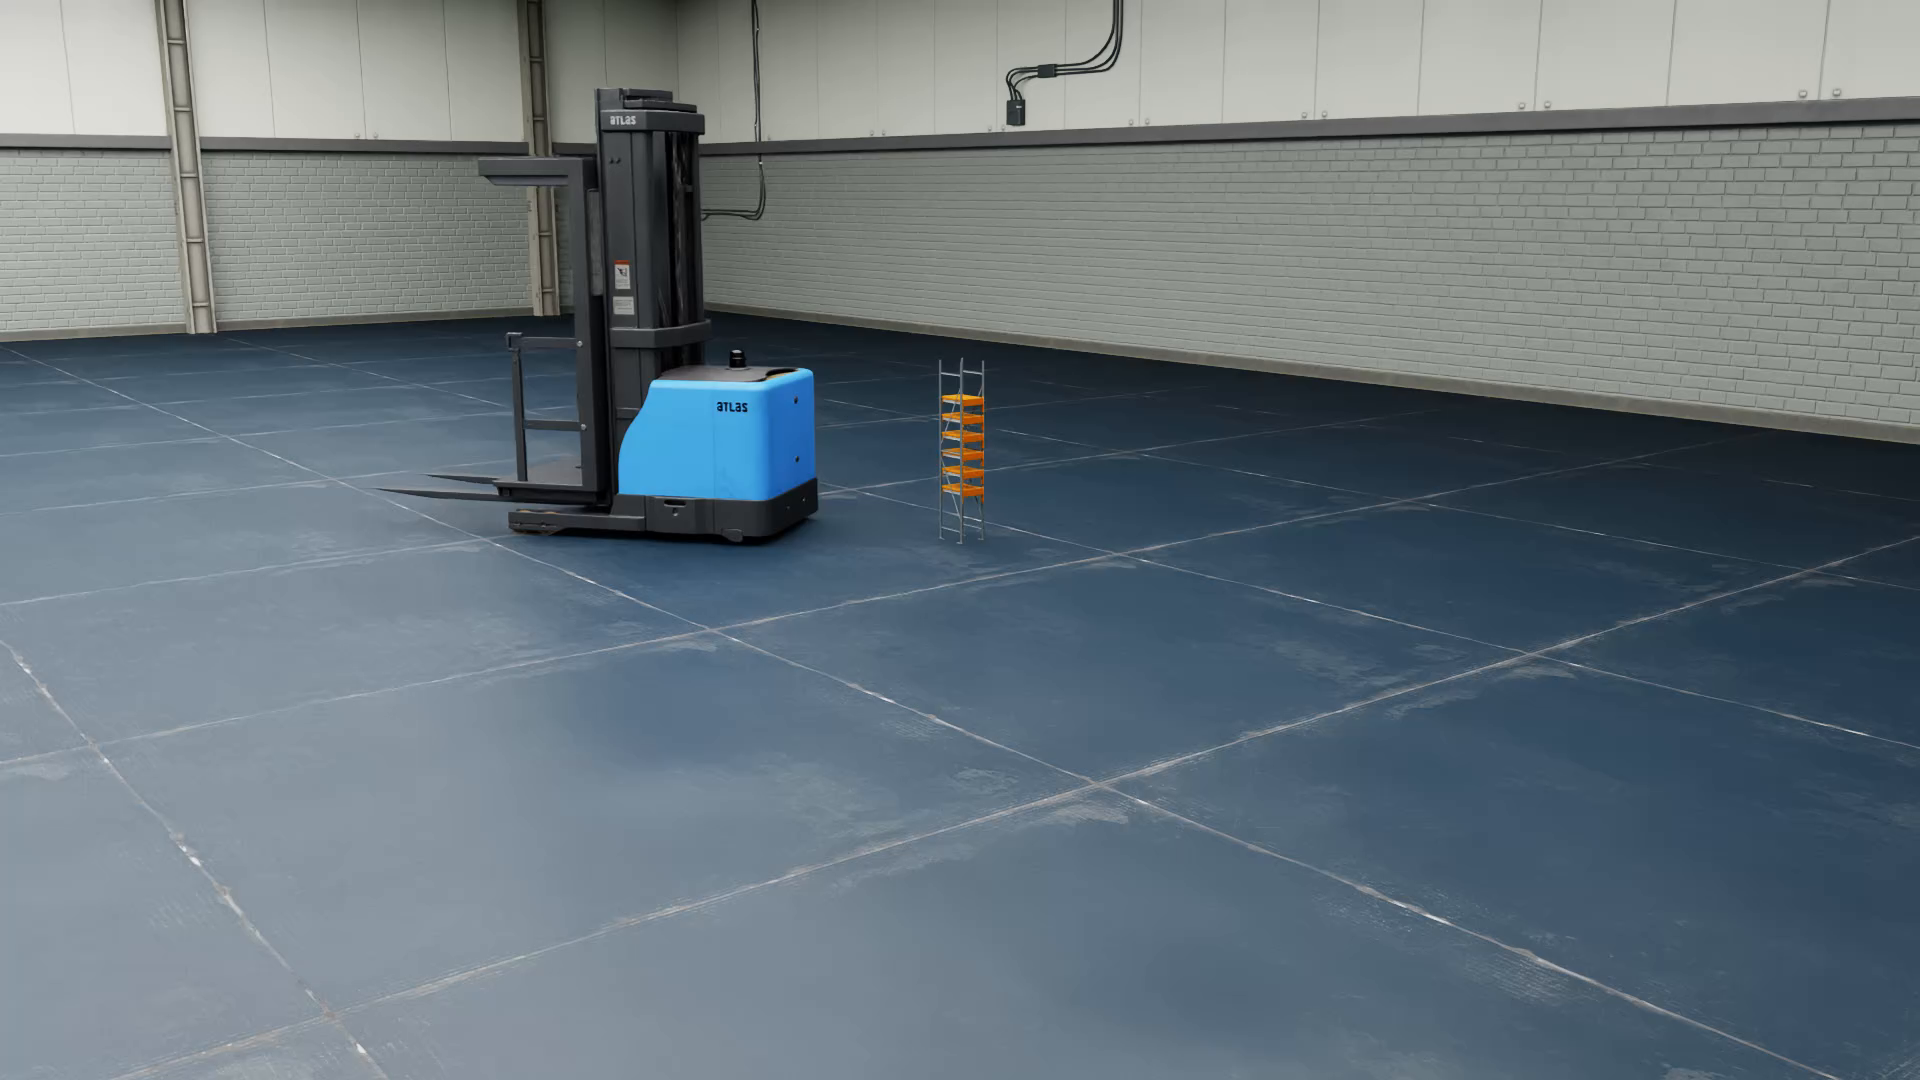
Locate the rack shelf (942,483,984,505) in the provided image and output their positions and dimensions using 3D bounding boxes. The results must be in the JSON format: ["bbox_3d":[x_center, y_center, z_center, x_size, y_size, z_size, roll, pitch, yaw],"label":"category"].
[{"bbox_3d":[0.011,-0.311,11.072,0.180,0.103,0.258,-9,15,-38],"label":"rack shelf"}]

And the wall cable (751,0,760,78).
[{"bbox_3d":[-2.802,-9.228,28.241,0.112,2.526,3.097,-9,15,-38],"label":"wall cable"}]

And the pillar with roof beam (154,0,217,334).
[{"bbox_3d":[-9.615,-7.071,22.764,0.400,9.000,9.100,-9,15,-38],"label":"pillar with roof beam"}]

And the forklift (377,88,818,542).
[{"bbox_3d":[-2.579,-1.565,11.443,3.031,2.935,1.130,3,12,15],"label":"forklift"}]

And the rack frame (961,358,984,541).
[{"bbox_3d":[0.083,-0.601,11.069,0.006,1.200,0.240,-9,15,-38],"label":"rack frame"}]

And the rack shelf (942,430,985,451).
[{"bbox_3d":[0.011,-0.663,10.997,0.180,0.103,0.258,-9,15,-38],"label":"rack shelf"}]

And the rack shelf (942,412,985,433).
[{"bbox_3d":[0.011,-0.780,10.972,0.180,0.103,0.258,-9,15,-38],"label":"rack shelf"}]

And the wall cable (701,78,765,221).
[{"bbox_3d":[-4.492,-7.197,30.832,0.112,2.526,3.097,-9,15,-38],"label":"wall cable"}]

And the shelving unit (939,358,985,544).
[{"bbox_3d":[0.011,-0.589,11.013,0.189,1.200,0.258,-9,15,-38],"label":"shelving unit"}]

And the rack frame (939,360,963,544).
[{"bbox_3d":[-0.060,-0.577,10.957,0.006,1.200,0.240,-9,15,-38],"label":"rack frame"}]

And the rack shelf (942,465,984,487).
[{"bbox_3d":[0.011,-0.428,11.047,0.180,0.103,0.258,-9,15,-38],"label":"rack shelf"}]

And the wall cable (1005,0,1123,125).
[{"bbox_3d":[1.426,-8.837,22.895,0.169,6.003,2.305,-9,15,-38],"label":"wall cable"}]

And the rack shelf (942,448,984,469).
[{"bbox_3d":[0.011,-0.545,11.022,0.180,0.103,0.258,-9,15,-38],"label":"rack shelf"}]

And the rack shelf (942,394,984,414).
[{"bbox_3d":[0.011,-0.897,10.947,0.180,0.103,0.258,-9,15,-38],"label":"rack shelf"}]

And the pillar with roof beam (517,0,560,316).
[{"bbox_3d":[-4.930,-7.850,26.431,0.400,9.000,9.100,-9,15,-38],"label":"pillar with roof beam"}]
